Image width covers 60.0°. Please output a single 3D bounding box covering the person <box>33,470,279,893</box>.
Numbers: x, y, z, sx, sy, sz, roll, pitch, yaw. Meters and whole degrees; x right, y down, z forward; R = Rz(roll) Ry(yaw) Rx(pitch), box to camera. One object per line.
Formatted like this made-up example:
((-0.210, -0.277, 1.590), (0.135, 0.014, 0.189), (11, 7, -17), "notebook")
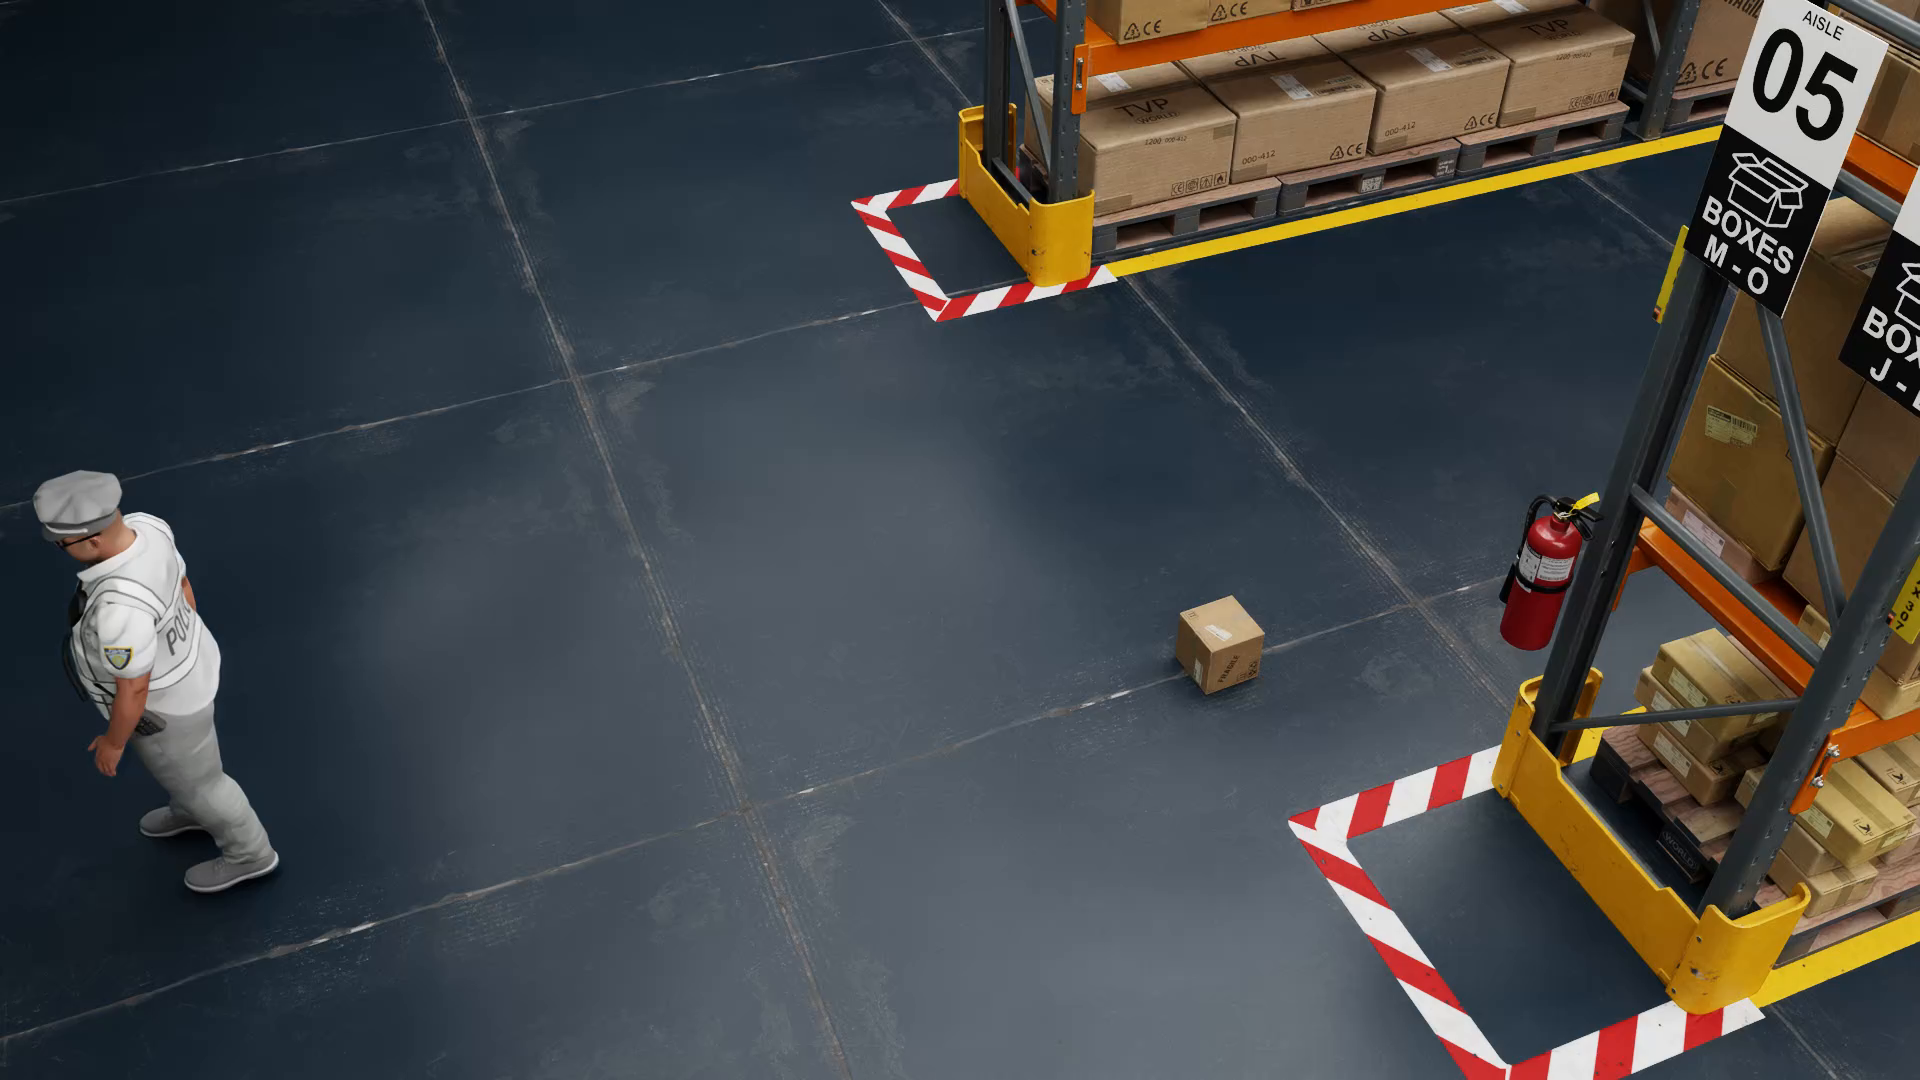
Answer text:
((-2.753, 0.525, 5.551), (0.562, 1.774, 0.576), (-9, 42, -10), "person")
